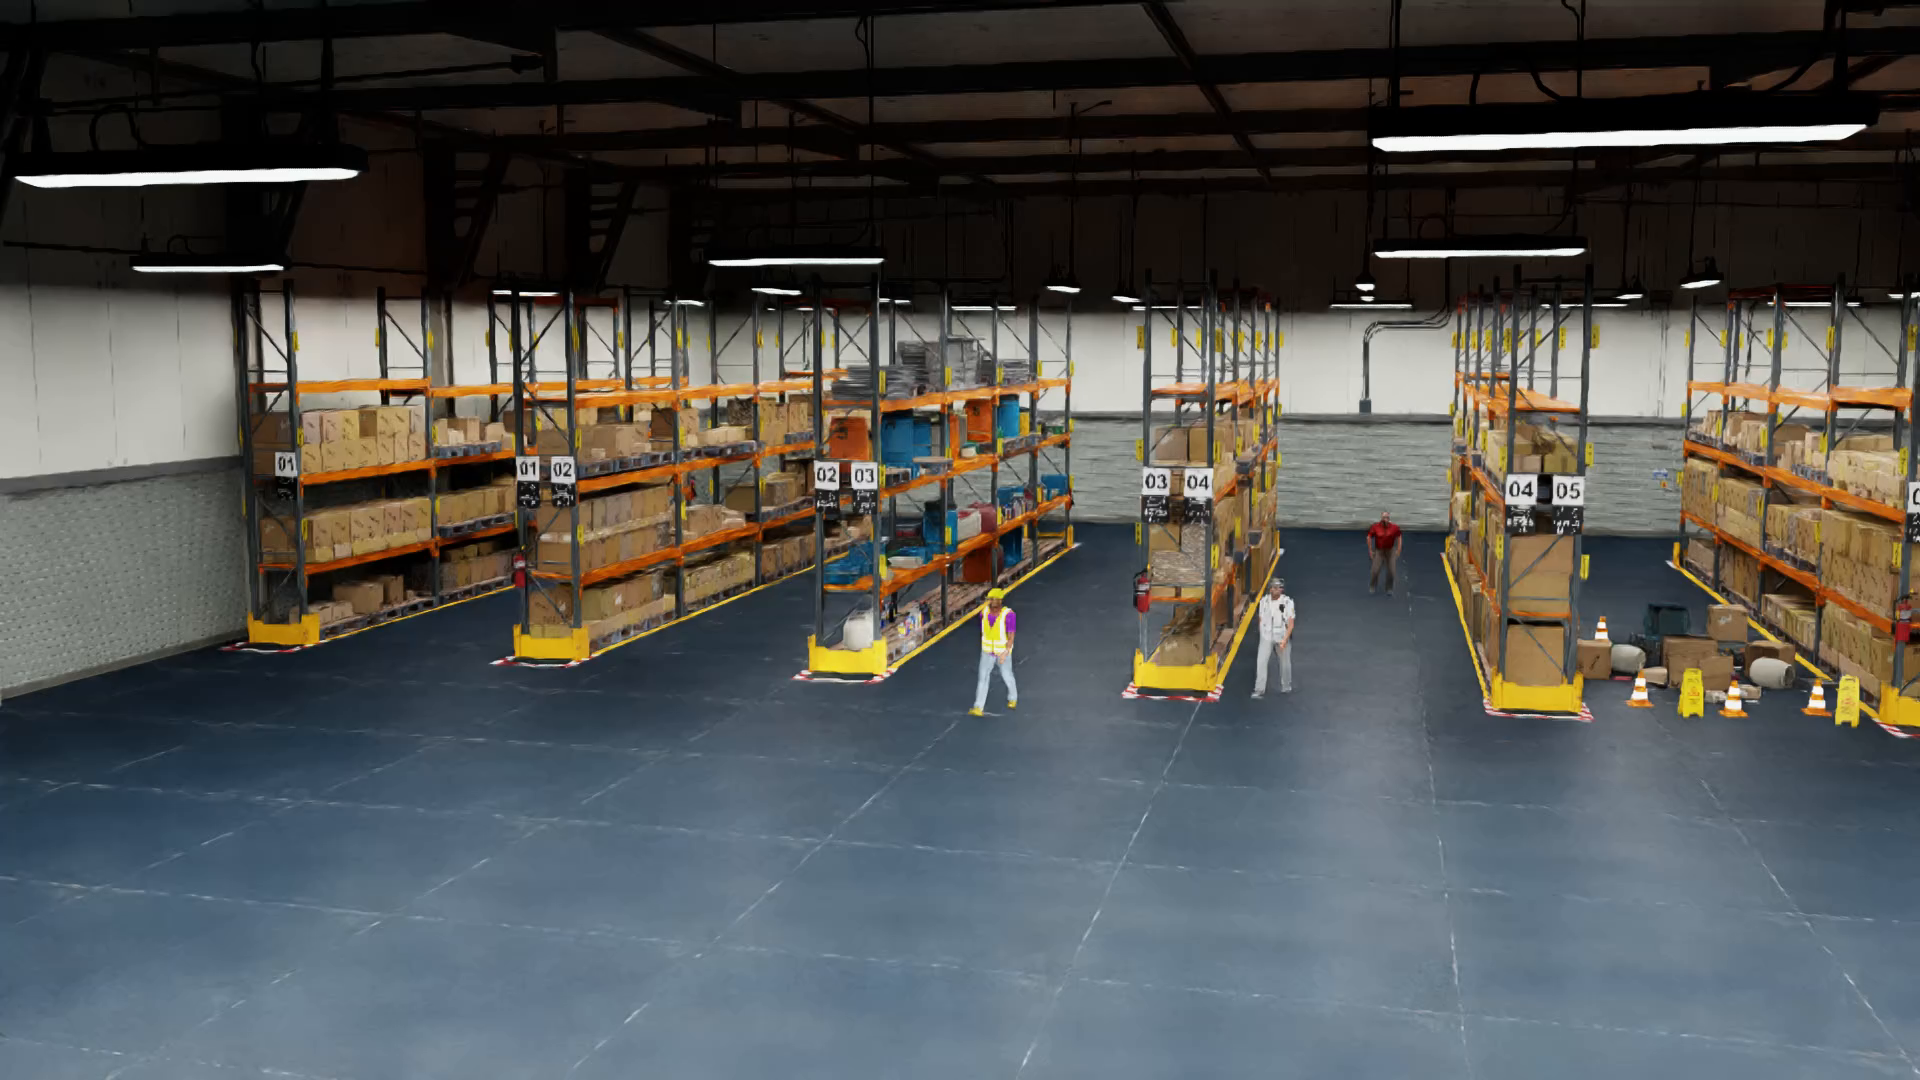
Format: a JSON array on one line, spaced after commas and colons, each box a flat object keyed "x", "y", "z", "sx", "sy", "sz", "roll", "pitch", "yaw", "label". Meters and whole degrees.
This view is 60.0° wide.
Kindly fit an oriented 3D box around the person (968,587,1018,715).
[{"x": 0.489, "y": 1.479, "z": 22.311, "sx": 0.570, "sy": 1.708, "sz": 1.041, "roll": 3, "pitch": 7, "yaw": 23, "label": "person"}]

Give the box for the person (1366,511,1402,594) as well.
[{"x": 8.371, "y": 0.243, "z": 32.841, "sx": 0.683, "sy": 1.675, "sz": 0.518, "roll": 1, "pitch": 7, "yaw": 12, "label": "person"}]

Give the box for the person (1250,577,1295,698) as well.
[{"x": 4.430, "y": 1.346, "z": 23.340, "sx": 0.534, "sy": 1.706, "sz": 1.032, "roll": 3, "pitch": 7, "yaw": 22, "label": "person"}]
